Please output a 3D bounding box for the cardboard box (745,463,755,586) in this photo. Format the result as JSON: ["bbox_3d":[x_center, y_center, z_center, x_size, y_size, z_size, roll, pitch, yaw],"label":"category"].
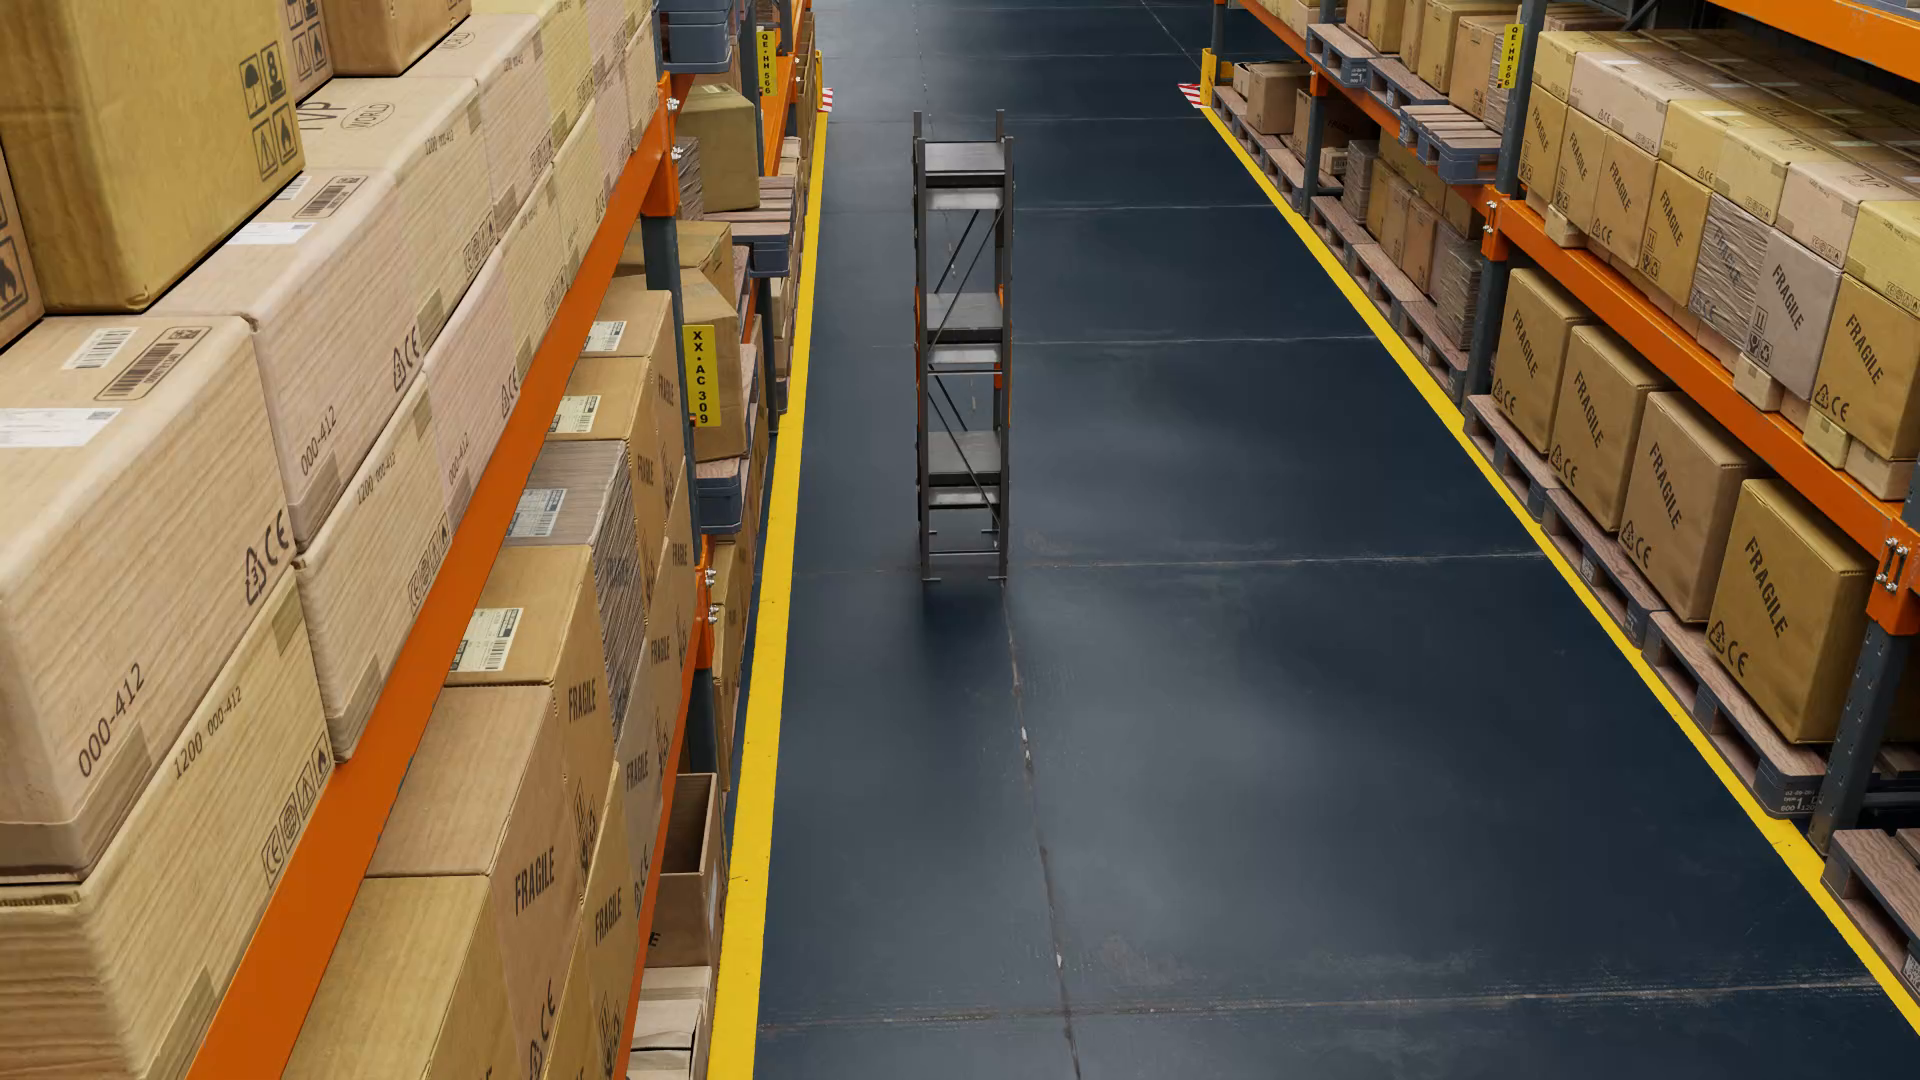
[{"bbox_3d":[-1.188,-0.118,7.461,0.500,0.500,0.500,-2,28,-5],"label":"cardboard box"}]

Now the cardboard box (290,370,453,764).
[{"bbox_3d":[-0.900,0.017,1.892,0.500,0.250,0.500,-1,28,-3],"label":"cardboard box"}]

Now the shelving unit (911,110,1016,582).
[{"bbox_3d":[0.009,-0.855,7.618,0.431,2.100,0.503,-1,28,-3],"label":"shelving unit"}]

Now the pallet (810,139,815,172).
[{"bbox_3d":[-1.807,-3.483,14.700,1.003,0.211,1.213,-1,28,-3],"label":"pallet"}]

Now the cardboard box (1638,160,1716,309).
[{"bbox_3d":[3.263,-1.304,7.054,0.500,0.500,0.500,-1,28,-1],"label":"cardboard box"}]

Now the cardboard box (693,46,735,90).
[{"bbox_3d":[-1.636,-2.758,10.186,0.500,0.500,0.500,-3,28,-5],"label":"cardboard box"}]

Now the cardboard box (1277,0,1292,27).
[{"bbox_3d":[2.861,-4.292,13.376,0.500,0.250,0.500,-1,28,-2],"label":"cardboard box"}]

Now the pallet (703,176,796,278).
[{"bbox_3d":[-1.426,-1.543,8.172,1.213,0.211,1.003,-1,28,-3],"label":"pallet"}]

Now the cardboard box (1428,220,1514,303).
[{"bbox_3d":[3.415,-1.719,10.530,0.700,0.500,0.500,-1,28,-3],"label":"cardboard box"}]

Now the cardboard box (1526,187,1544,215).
[{"bbox_3d":[3.201,-1.800,8.708,0.380,0.149,0.250,-2,28,-3],"label":"cardboard box"}]

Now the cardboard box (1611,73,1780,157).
[{"bbox_3d":[3.240,-1.883,7.355,0.500,0.250,0.500,-1,28,-2],"label":"cardboard box"}]

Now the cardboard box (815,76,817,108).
[{"bbox_3d":[-1.588,-4.130,15.443,0.500,0.250,0.500,-1,28,-3],"label":"cardboard box"}]

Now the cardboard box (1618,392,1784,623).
[{"bbox_3d":[3.411,-0.154,7.172,0.750,0.750,0.750,-1,28,-1],"label":"cardboard box"}]

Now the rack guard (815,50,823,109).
[{"bbox_3d":[-1.951,-4.536,16.407,1.175,0.500,0.348,-1,28,-3],"label":"rack guard"}]

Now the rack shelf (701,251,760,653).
[{"bbox_3d":[-1.427,-0.697,7.120,1.077,0.370,4.000,-1,28,-3],"label":"rack shelf"}]

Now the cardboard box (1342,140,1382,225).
[{"bbox_3d":[3.261,-2.655,12.324,0.700,0.500,0.500,0,28,-1],"label":"cardboard box"}]

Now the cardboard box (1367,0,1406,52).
[{"bbox_3d":[3.221,-3.653,11.427,0.700,0.500,0.500,1,28,3],"label":"cardboard box"}]

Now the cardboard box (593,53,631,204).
[{"bbox_3d":[-1.016,-0.906,3.662,0.500,0.250,0.500,-1,28,-3],"label":"cardboard box"}]

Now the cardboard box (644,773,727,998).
[{"bbox_3d":[-1.010,1.078,5.168,0.500,0.500,0.500,-1,28,-3],"label":"cardboard box"}]

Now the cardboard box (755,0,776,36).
[{"bbox_3d":[-1.770,-4.036,12.636,0.700,0.500,0.500,-2,28,-4],"label":"cardboard box"}]

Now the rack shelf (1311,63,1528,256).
[{"bbox_3d":[3.311,-2.665,10.894,1.077,0.370,4.000,-1,28,-3],"label":"rack shelf"}]

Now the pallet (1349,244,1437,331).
[{"bbox_3d":[3.315,-1.747,11.371,1.003,0.211,1.213,-1,28,-3],"label":"pallet"}]

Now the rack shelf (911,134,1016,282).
[{"bbox_3d":[0.009,-1.463,7.300,0.431,0.518,0.480,-1,28,-3],"label":"rack shelf"}]

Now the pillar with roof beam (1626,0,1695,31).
[{"bbox_3d":[-0.088,-5.238,8.561,9.100,9.000,0.400,-1,28,-3],"label":"pillar with roof beam"}]

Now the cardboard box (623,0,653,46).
[{"bbox_3d":[-1.026,-1.359,3.990,0.500,0.250,0.500,-1,28,-3],"label":"cardboard box"}]

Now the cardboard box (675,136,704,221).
[{"bbox_3d":[-1.529,-1.455,7.233,0.700,0.500,0.500,4,28,7],"label":"cardboard box"}]

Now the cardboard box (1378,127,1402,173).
[{"bbox_3d":[3.288,-2.784,11.761,0.500,0.250,0.500,-2,28,-4],"label":"cardboard box"}]

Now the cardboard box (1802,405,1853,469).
[{"bbox_3d":[3.287,-0.376,5.977,0.380,0.149,0.250,-1,28,-2],"label":"cardboard box"}]

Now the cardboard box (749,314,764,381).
[{"bbox_3d":[-1.241,-0.906,8.160,0.500,0.250,0.500,0,28,-1],"label":"cardboard box"}]

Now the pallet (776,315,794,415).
[{"bbox_3d":[-1.536,-1.084,10.100,1.003,0.211,1.213,-1,28,-3],"label":"pallet"}]

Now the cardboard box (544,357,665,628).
[{"bbox_3d":[-1.008,-0.116,4.039,0.500,0.500,0.500,-2,28,-4],"label":"cardboard box"}]

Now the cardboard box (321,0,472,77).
[{"bbox_3d":[-1.164,-0.994,2.478,0.700,0.500,0.500,-1,28,-3],"label":"cardboard box"}]

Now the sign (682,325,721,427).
[{"bbox_3d":[-0.781,-0.492,5.014,0.100,0.325,0.005,-1,28,-3],"label":"sign"}]

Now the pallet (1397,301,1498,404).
[{"bbox_3d":[3.376,-1.185,10.294,1.003,0.211,1.213,-1,28,-3],"label":"pallet"}]

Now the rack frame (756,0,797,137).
[{"bbox_3d":[-1.740,-3.786,12.266,1.000,3.000,0.127,-1,28,-3],"label":"rack frame"}]

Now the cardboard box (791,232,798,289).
[{"bbox_3d":[-1.352,-1.864,11.100,0.500,0.250,0.500,-1,28,-2],"label":"cardboard box"}]

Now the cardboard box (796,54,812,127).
[{"bbox_3d":[-1.504,-3.769,13.942,0.500,0.500,0.500,-1,28,-3],"label":"cardboard box"}]

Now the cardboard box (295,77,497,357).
[{"bbox_3d":[-0.932,-0.435,2.219,0.500,0.250,0.500,-1,28,-3],"label":"cardboard box"}]

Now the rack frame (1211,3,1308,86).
[{"bbox_3d":[2.997,-5.755,16.041,1.000,3.000,0.127,-1,28,-3],"label":"rack frame"}]

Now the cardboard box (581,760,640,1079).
[{"bbox_3d":[-0.954,0.799,3.367,0.500,0.500,0.500,-1,28,-2],"label":"cardboard box"}]

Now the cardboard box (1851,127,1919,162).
[{"bbox_3d":[3.795,-1.422,6.471,0.500,0.250,0.500,-2,28,-4],"label":"cardboard box"}]

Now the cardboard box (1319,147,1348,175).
[{"bbox_3d":[3.148,-3.093,13.525,0.380,0.166,0.250,-5,28,-9],"label":"cardboard box"}]

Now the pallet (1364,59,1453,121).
[{"bbox_3d":[3.271,-2.889,10.752,1.003,0.211,1.213,-1,28,-3],"label":"pallet"}]

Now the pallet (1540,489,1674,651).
[{"bbox_3d":[3.442,0.104,7.823,1.003,0.211,1.213,-1,28,-3],"label":"pallet"}]

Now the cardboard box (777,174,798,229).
[{"bbox_3d":[-1.376,-2.351,11.427,0.500,0.311,0.500,-1,28,-3],"label":"cardboard box"}]

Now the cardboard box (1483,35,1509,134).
[{"bbox_3d":[3.381,-2.517,9.248,0.700,0.500,0.500,-5,28,-9],"label":"cardboard box"}]

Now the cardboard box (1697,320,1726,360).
[{"bbox_3d":[3.301,-0.848,6.882,0.380,0.149,0.250,-2,28,-4],"label":"cardboard box"}]

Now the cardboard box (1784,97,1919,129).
[{"bbox_3d":[3.772,-1.663,6.933,0.500,0.250,0.500,-2,28,-4],"label":"cardboard box"}]

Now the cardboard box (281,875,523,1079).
[{"bbox_3d":[-0.909,0.815,2.254,0.500,0.500,0.500,-1,28,-2],"label":"cardboard box"}]

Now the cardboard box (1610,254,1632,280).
[{"bbox_3d":[3.293,-1.326,7.799,0.380,0.149,0.250,-1,28,-2],"label":"cardboard box"}]

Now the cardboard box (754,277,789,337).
[{"bbox_3d":[-1.266,-1.404,9.611,0.500,0.311,0.500,0,28,-1],"label":"cardboard box"}]

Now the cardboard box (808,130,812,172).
[{"bbox_3d":[-1.483,-3.206,13.672,0.500,0.250,0.500,-1,28,-3],"label":"cardboard box"}]
